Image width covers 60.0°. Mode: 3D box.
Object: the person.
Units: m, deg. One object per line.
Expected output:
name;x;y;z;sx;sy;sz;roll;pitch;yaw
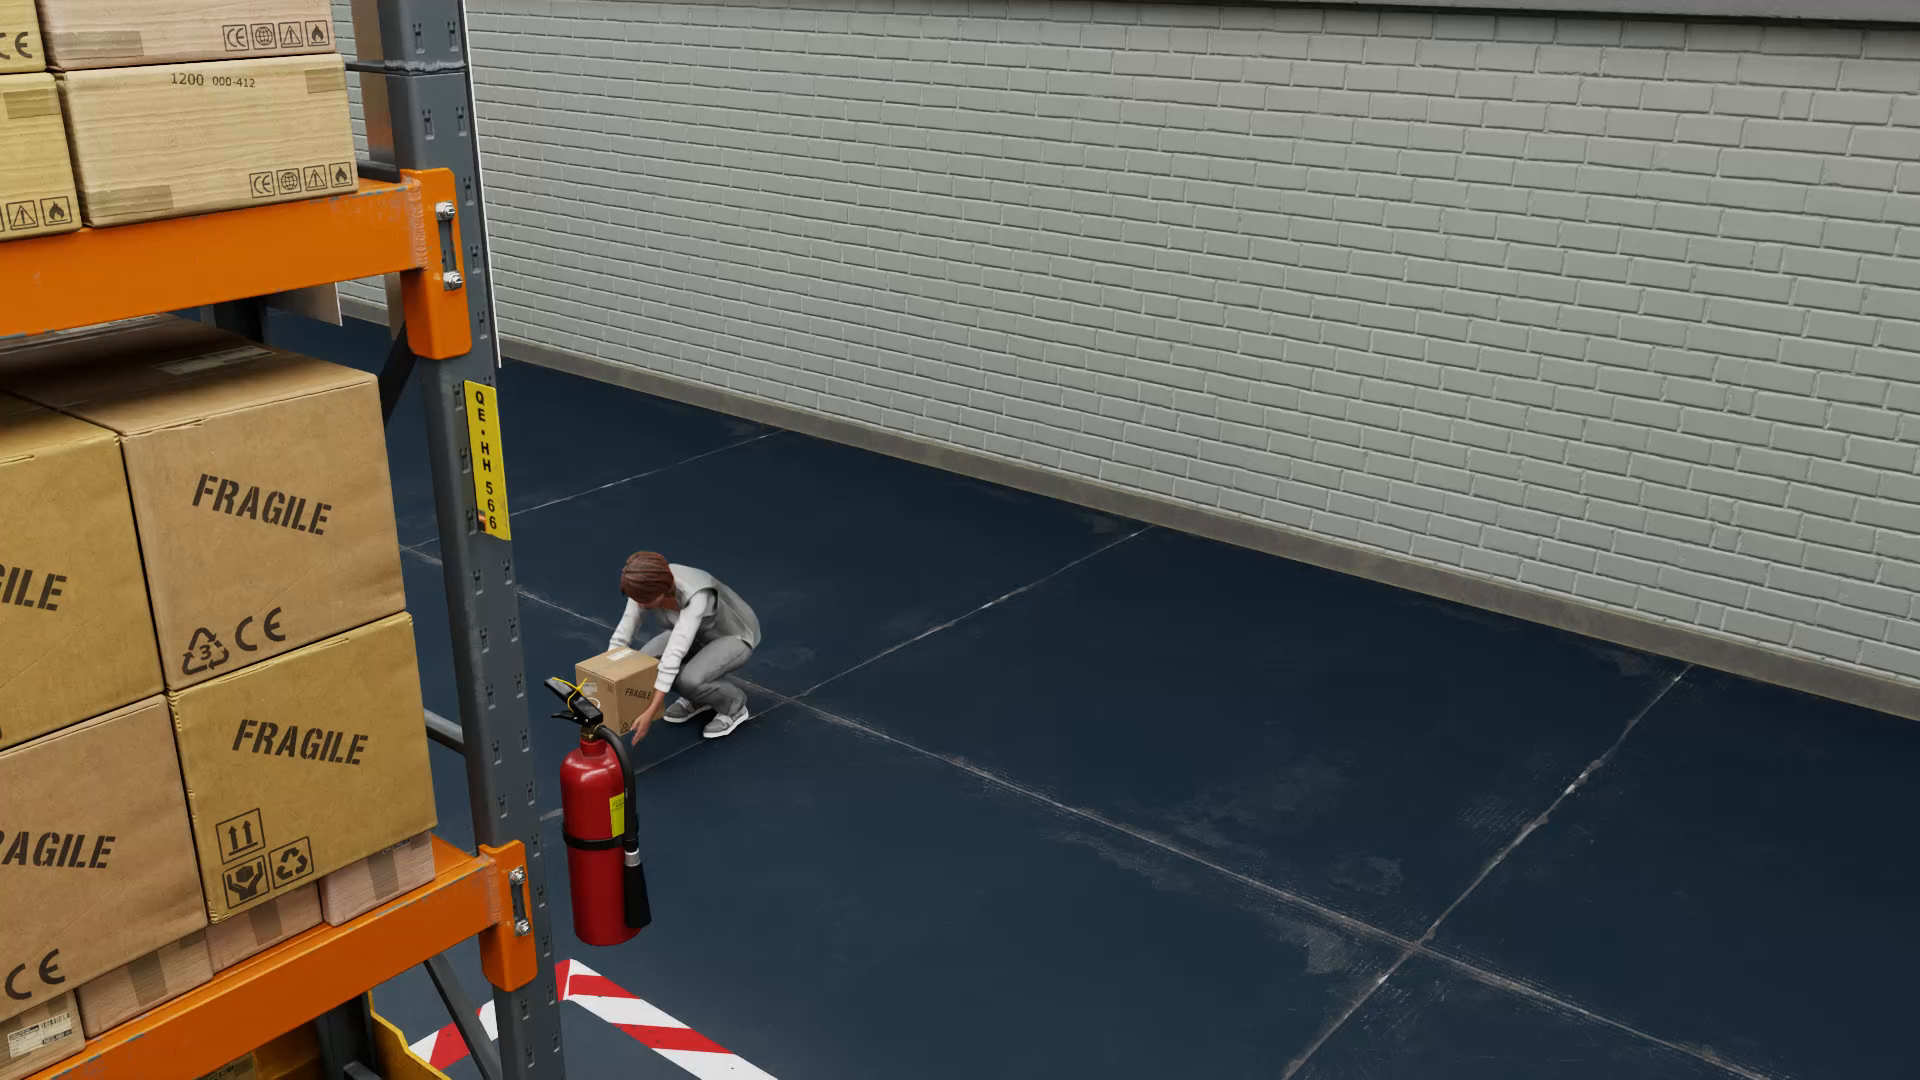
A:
person;-1.180;0.413;6.995;0.433;0.902;0.816;16;26;36
